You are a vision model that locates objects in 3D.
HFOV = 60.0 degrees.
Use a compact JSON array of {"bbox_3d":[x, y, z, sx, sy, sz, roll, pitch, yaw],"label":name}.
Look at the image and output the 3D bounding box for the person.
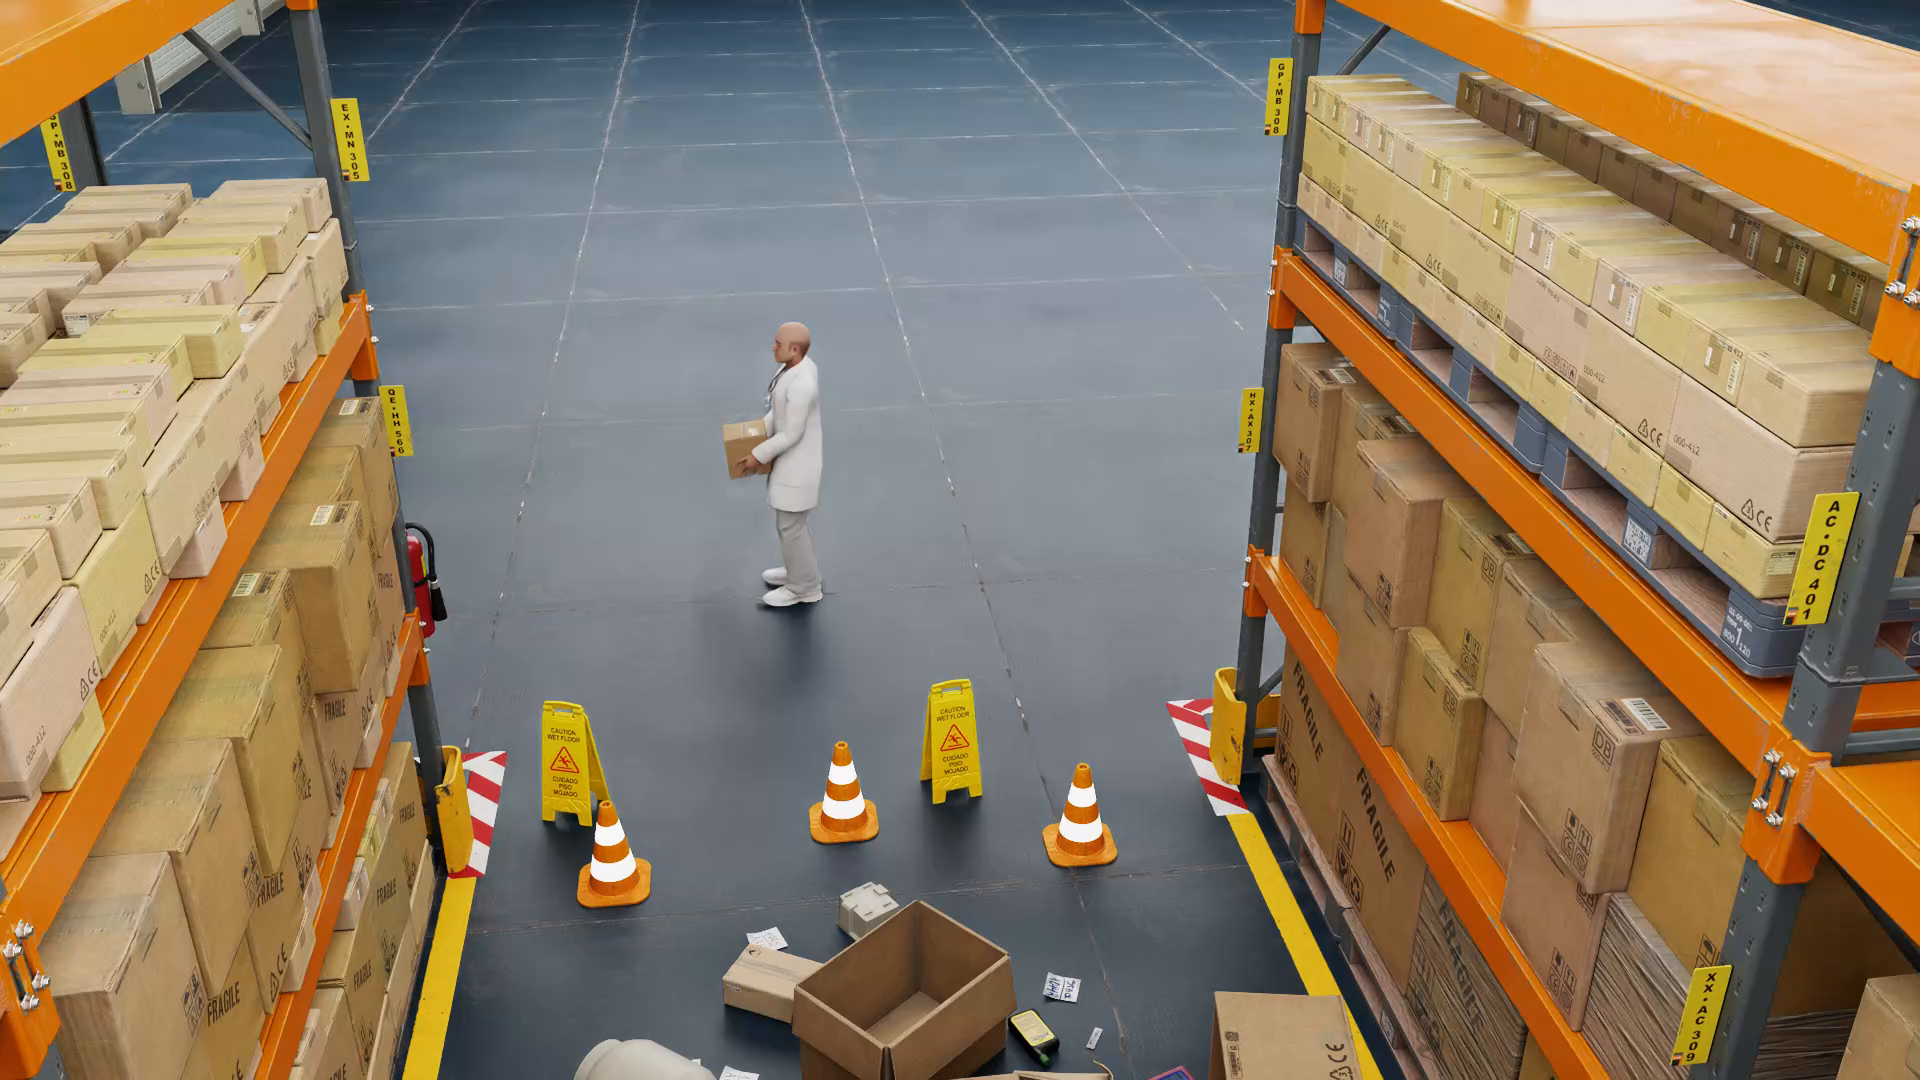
[{"bbox_3d":[-1.091,-0.461,10.031,0.517,1.782,0.559,-4,27,-8],"label":"person"}]
